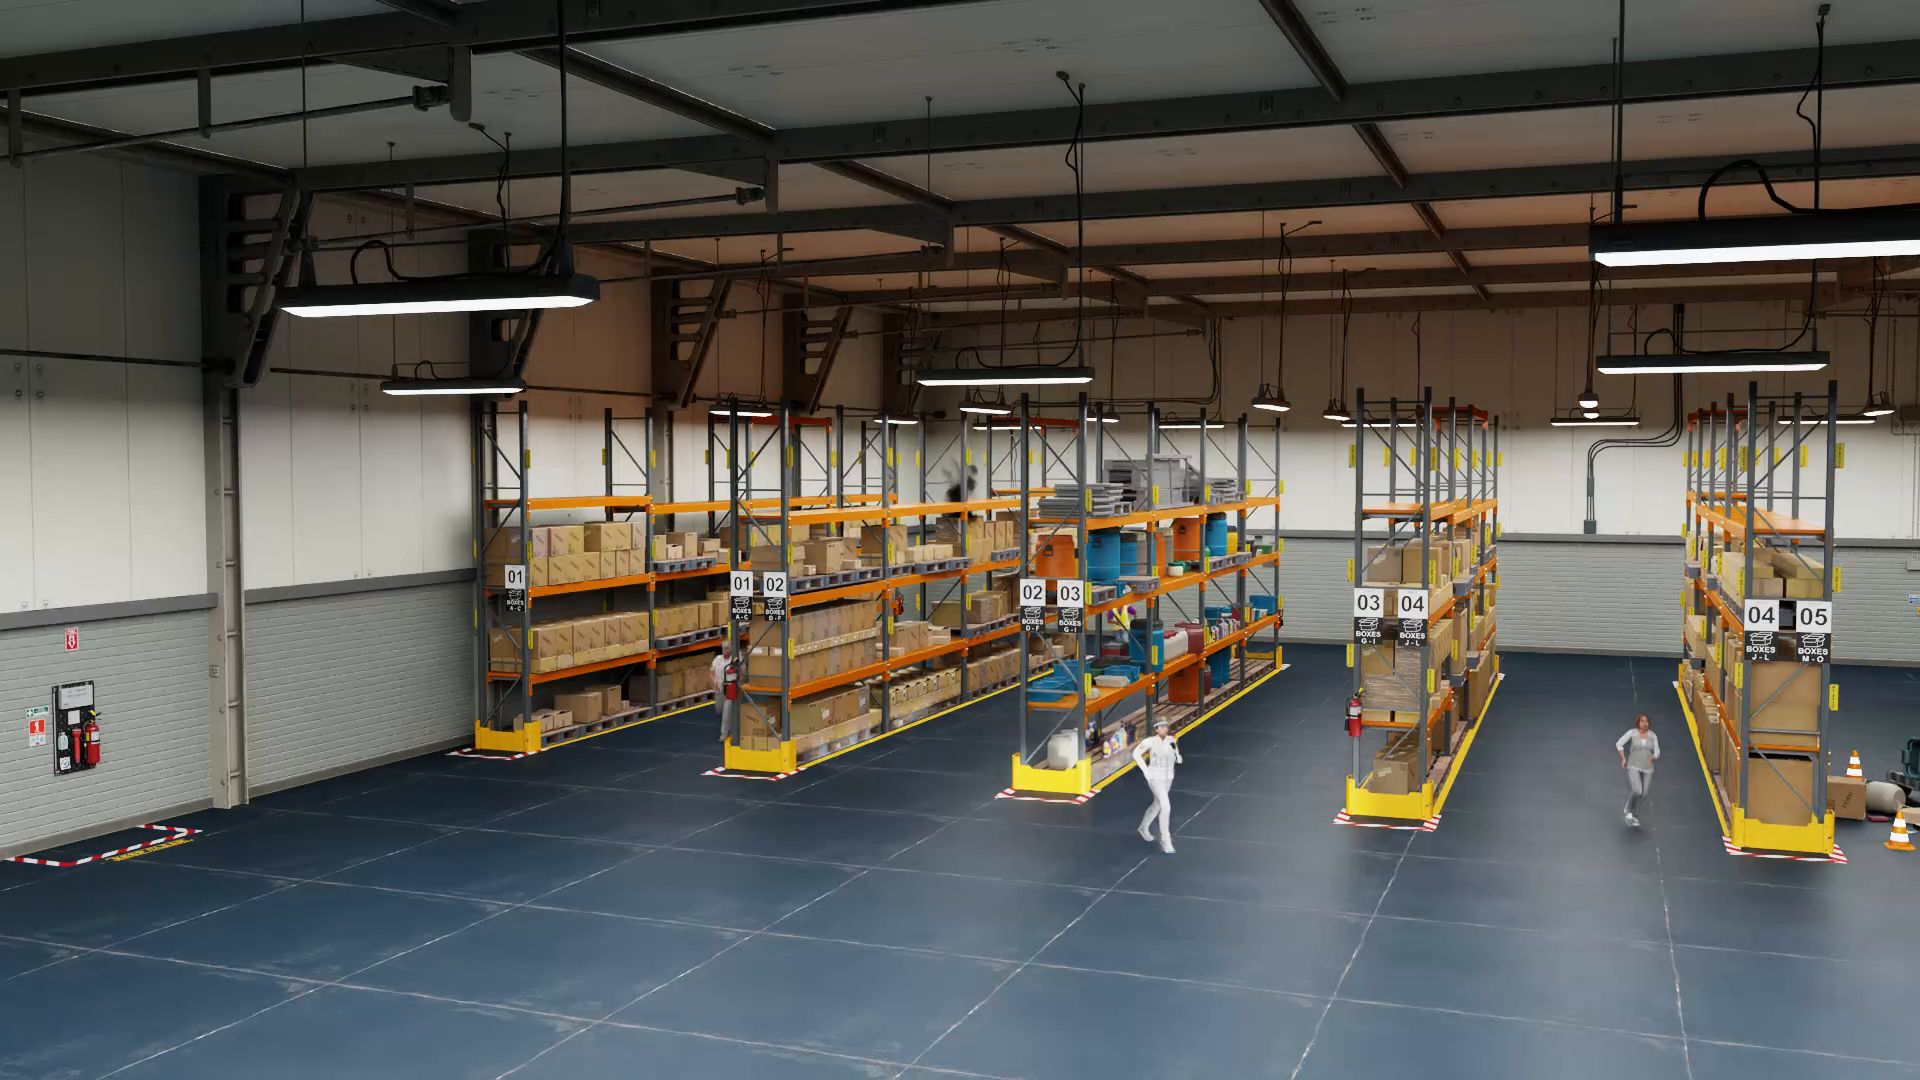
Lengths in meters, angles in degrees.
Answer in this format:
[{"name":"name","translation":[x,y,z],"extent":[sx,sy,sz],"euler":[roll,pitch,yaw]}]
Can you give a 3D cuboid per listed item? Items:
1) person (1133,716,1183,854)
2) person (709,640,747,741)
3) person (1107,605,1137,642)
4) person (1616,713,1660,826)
[{"name":"person","translation":[2.579,3.120,21.445],"extent":[0.584,1.754,0.775],"euler":[-2,3,-34]},{"name":"person","translation":[-4.211,2.691,30.016],"extent":[0.642,1.783,1.029],"euler":[1,3,11]},{"name":"person","translation":[3.893,2.174,40.150],"extent":[0.684,1.722,0.671],"euler":[1,3,17]},{"name":"person","translation":[9.197,3.118,22.494],"extent":[0.519,1.556,0.594],"euler":[0,3,5]}]
